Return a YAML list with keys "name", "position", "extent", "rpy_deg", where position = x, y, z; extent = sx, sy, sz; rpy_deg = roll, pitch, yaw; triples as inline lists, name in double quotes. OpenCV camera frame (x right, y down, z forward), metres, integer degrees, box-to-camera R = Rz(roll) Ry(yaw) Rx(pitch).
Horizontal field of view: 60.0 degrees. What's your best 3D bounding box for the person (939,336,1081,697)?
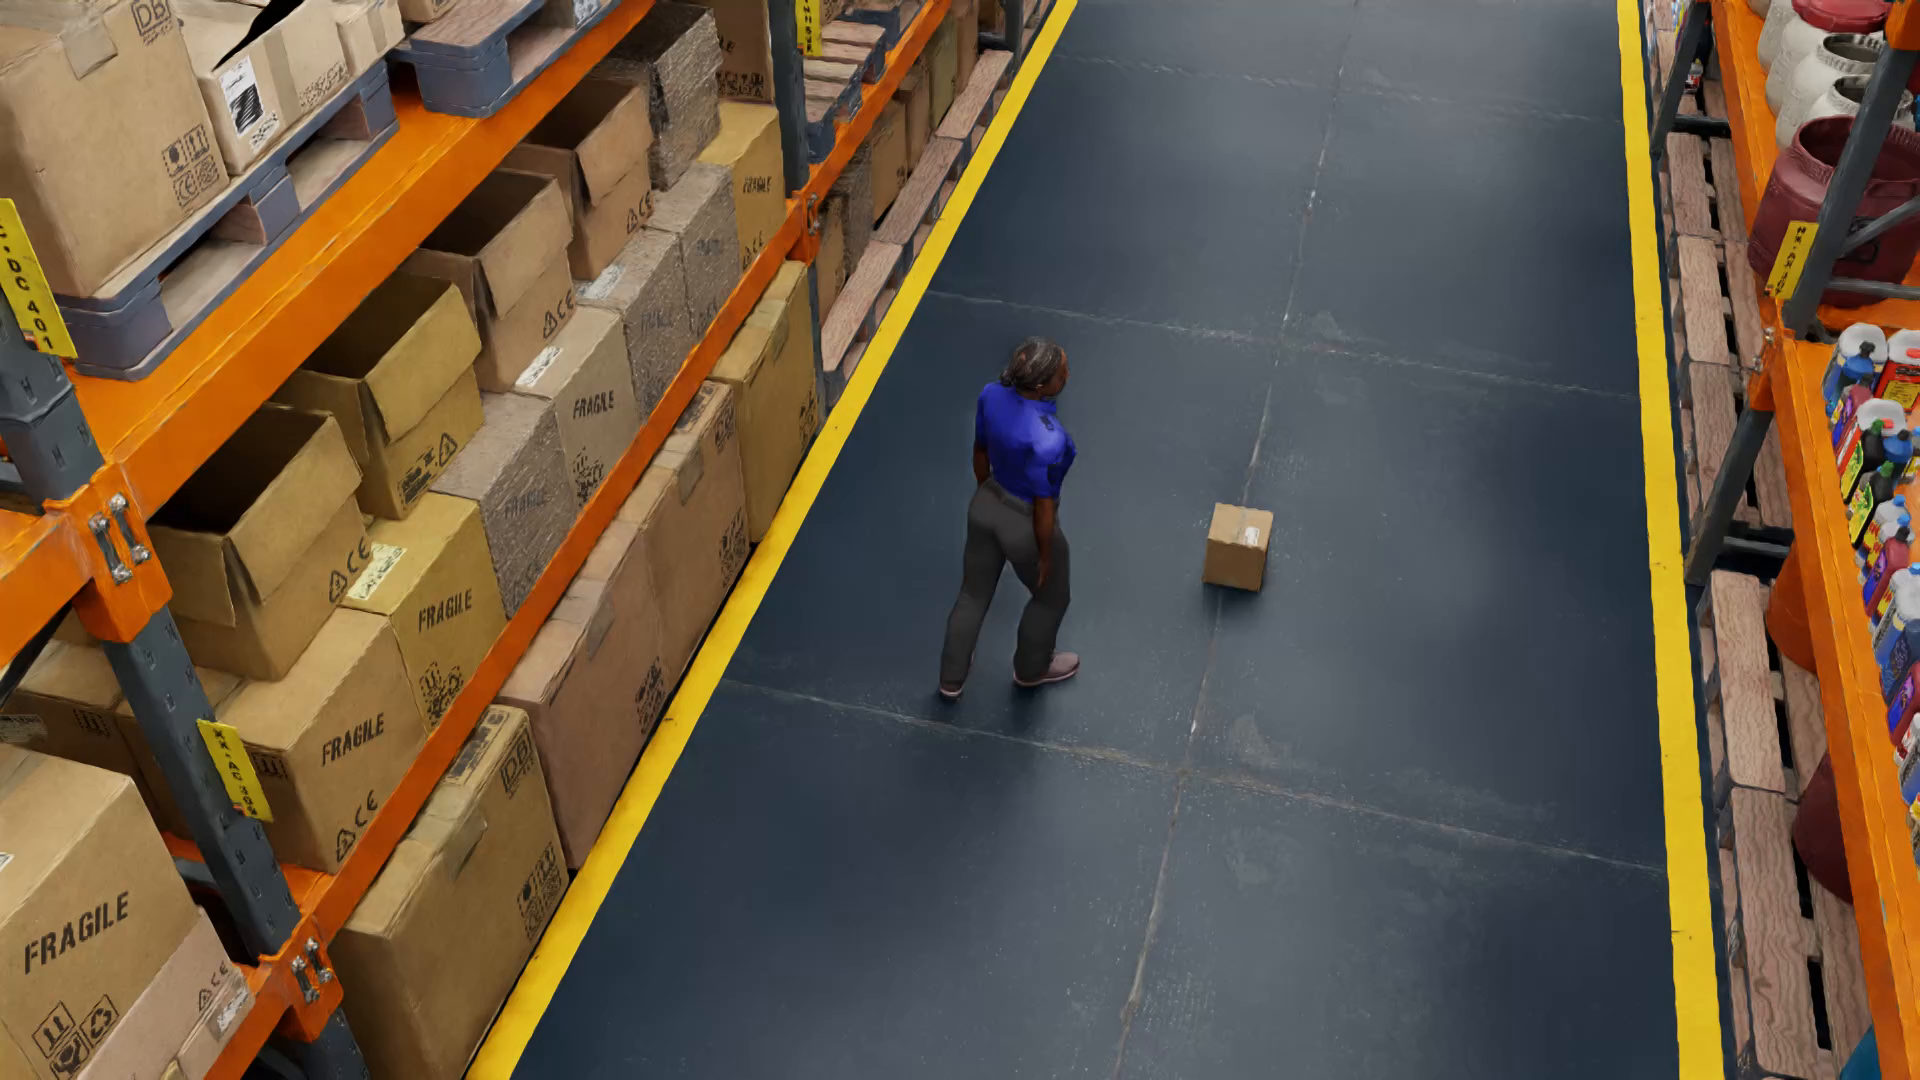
- name: "person"
  position: [0.190, -0.060, 6.231]
  extent: [0.568, 1.651, 0.486]
  rpy_deg: [-30, 50, -30]
